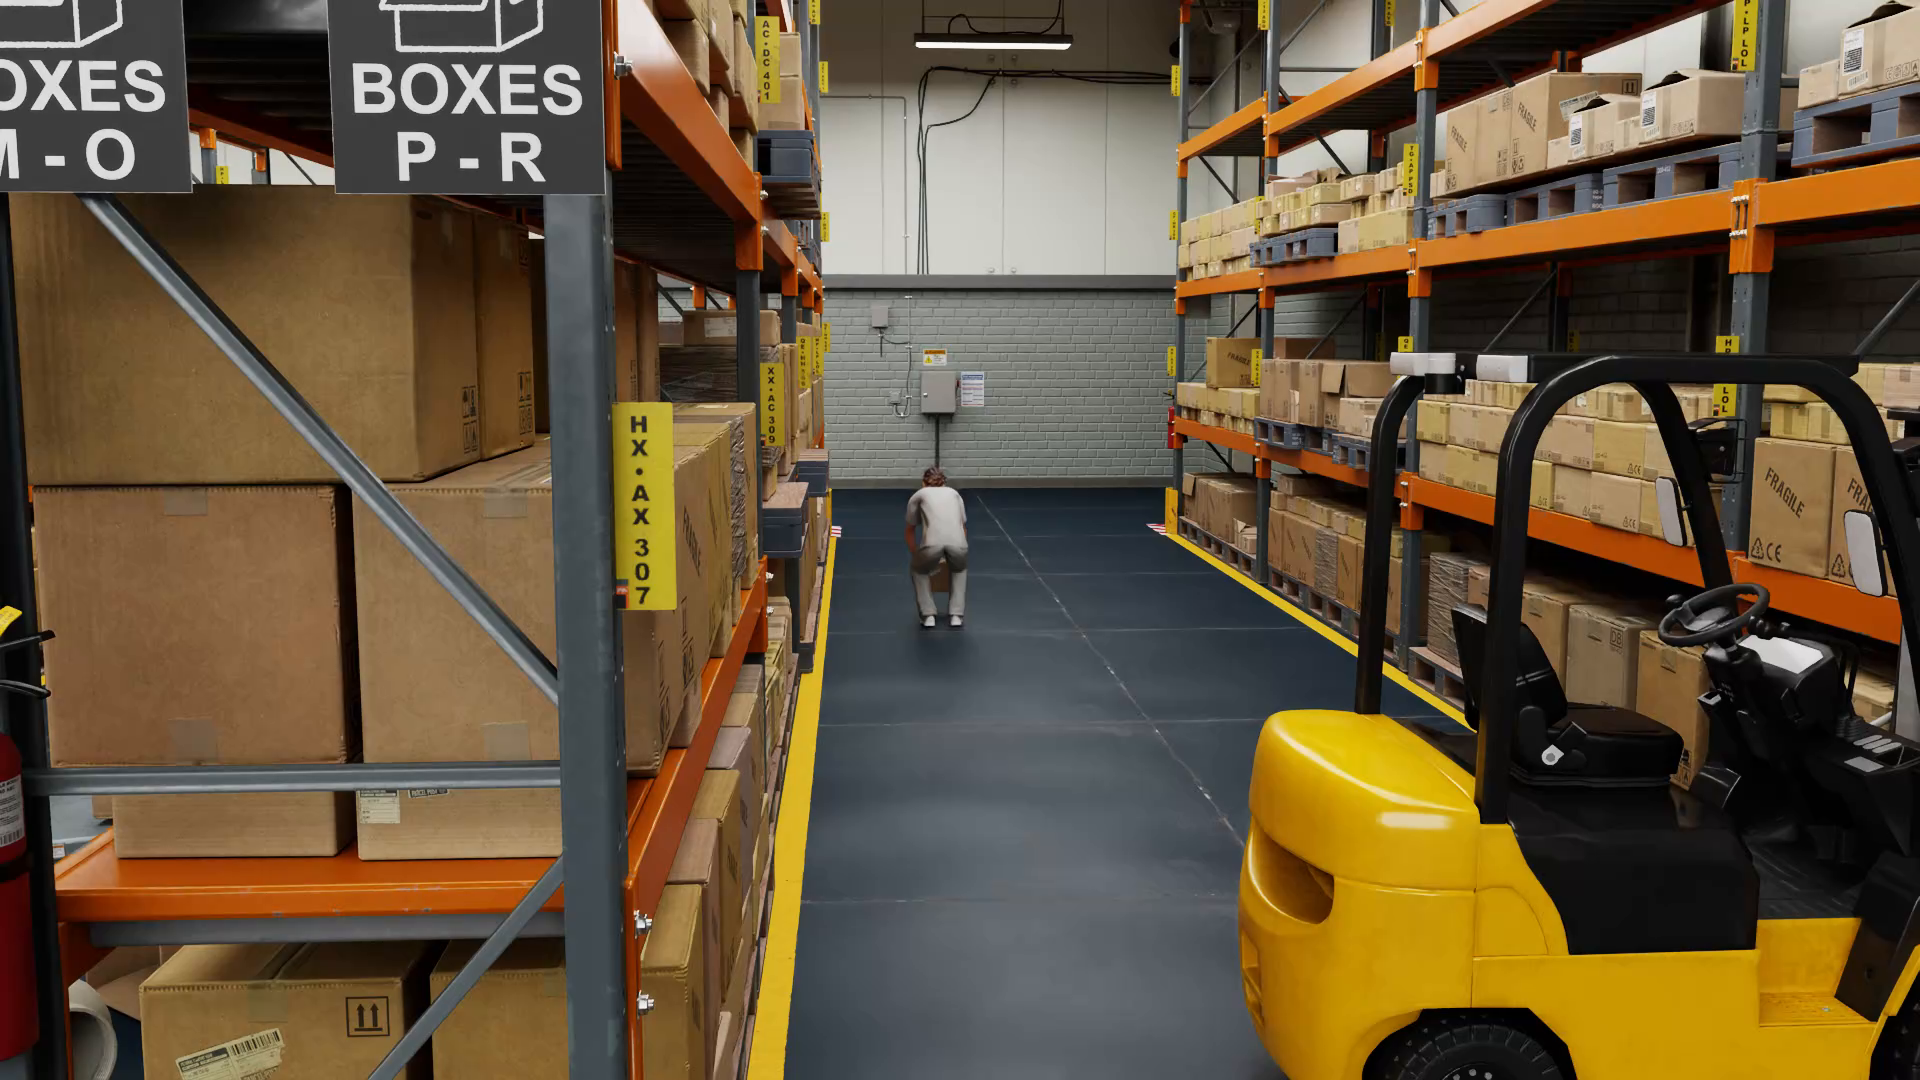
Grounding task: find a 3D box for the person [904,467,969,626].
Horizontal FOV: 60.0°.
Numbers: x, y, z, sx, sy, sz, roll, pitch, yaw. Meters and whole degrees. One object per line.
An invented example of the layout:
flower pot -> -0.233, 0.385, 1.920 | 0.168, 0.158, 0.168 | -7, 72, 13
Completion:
person -> -0.178, 0.054, 12.825 | 0.491, 1.194, 0.724 | 0, 7, -4
